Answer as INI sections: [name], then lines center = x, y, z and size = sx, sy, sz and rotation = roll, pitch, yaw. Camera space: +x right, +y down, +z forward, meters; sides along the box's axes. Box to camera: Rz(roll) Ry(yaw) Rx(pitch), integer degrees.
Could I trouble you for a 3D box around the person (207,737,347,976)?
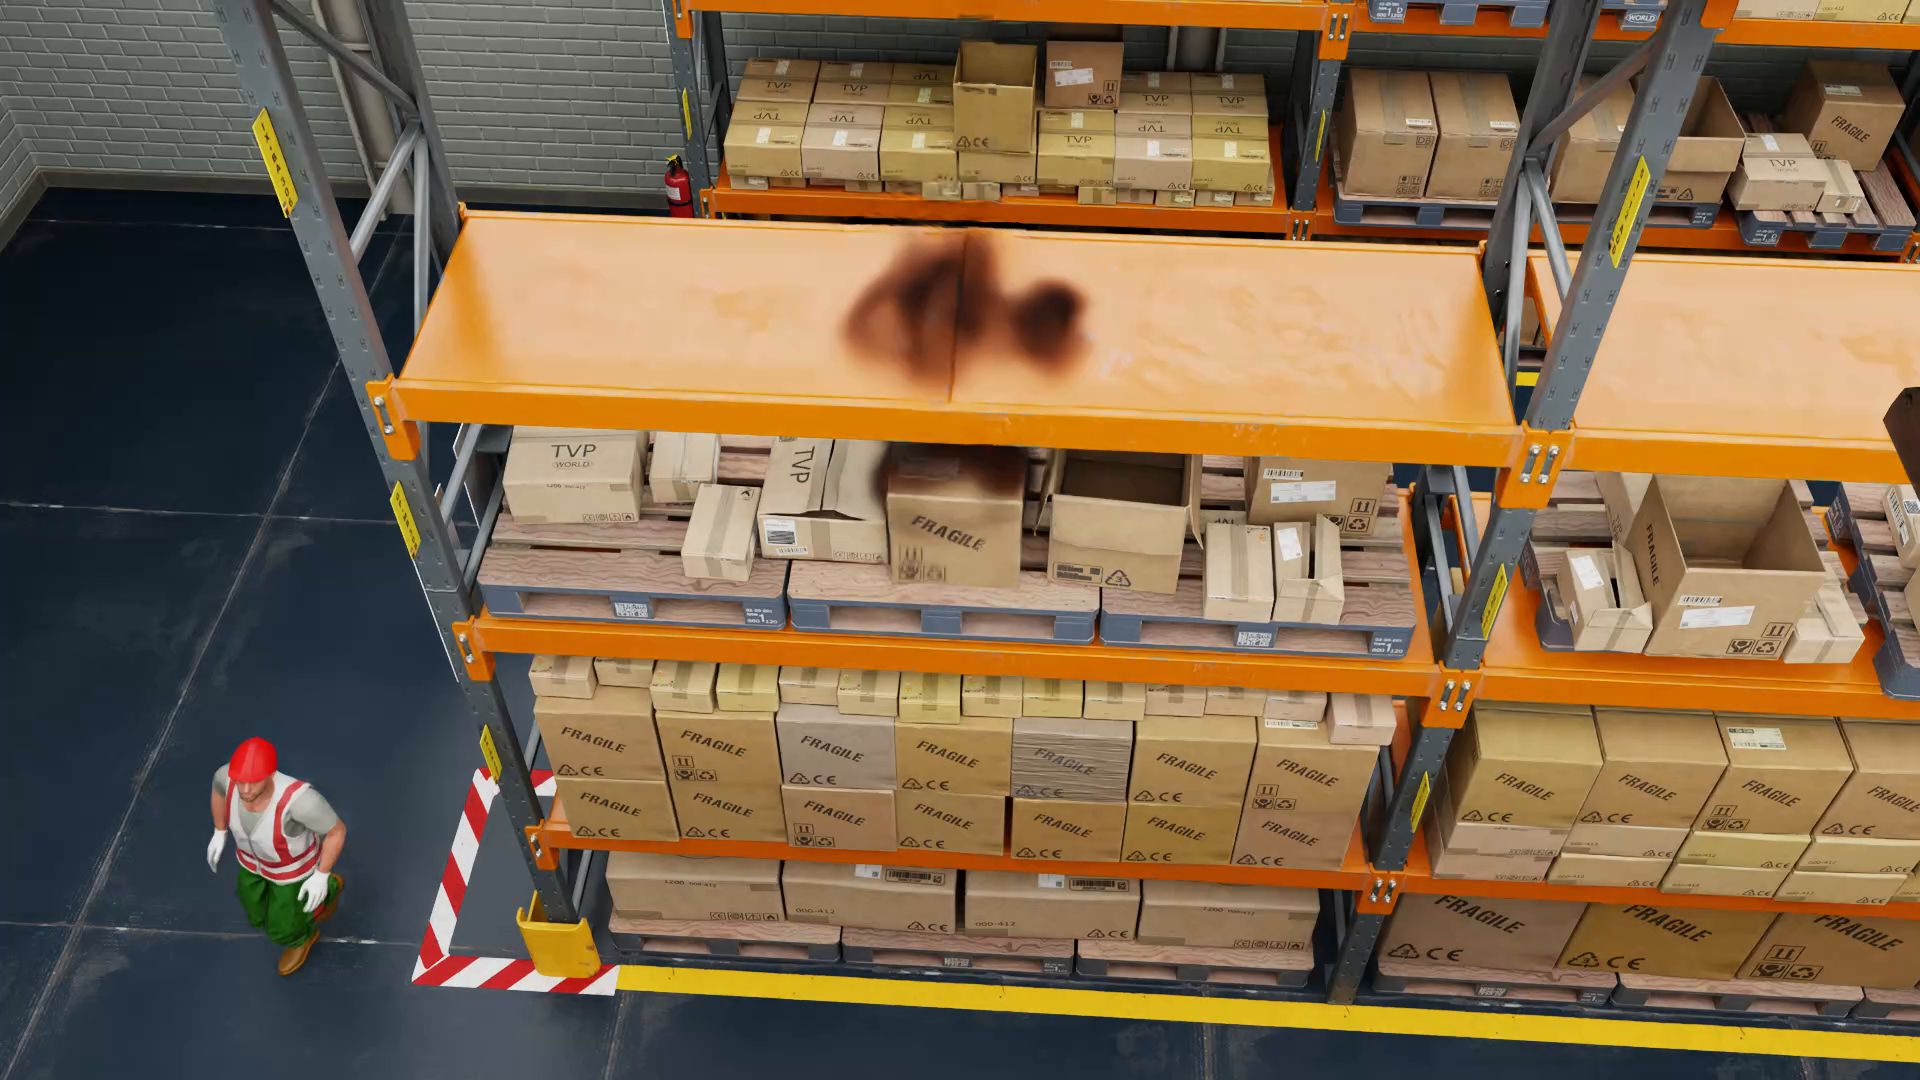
[person]
center = -3.339, 1.571, 8.165
size = 0.709, 1.732, 0.538
rotation = 16, 50, 14
